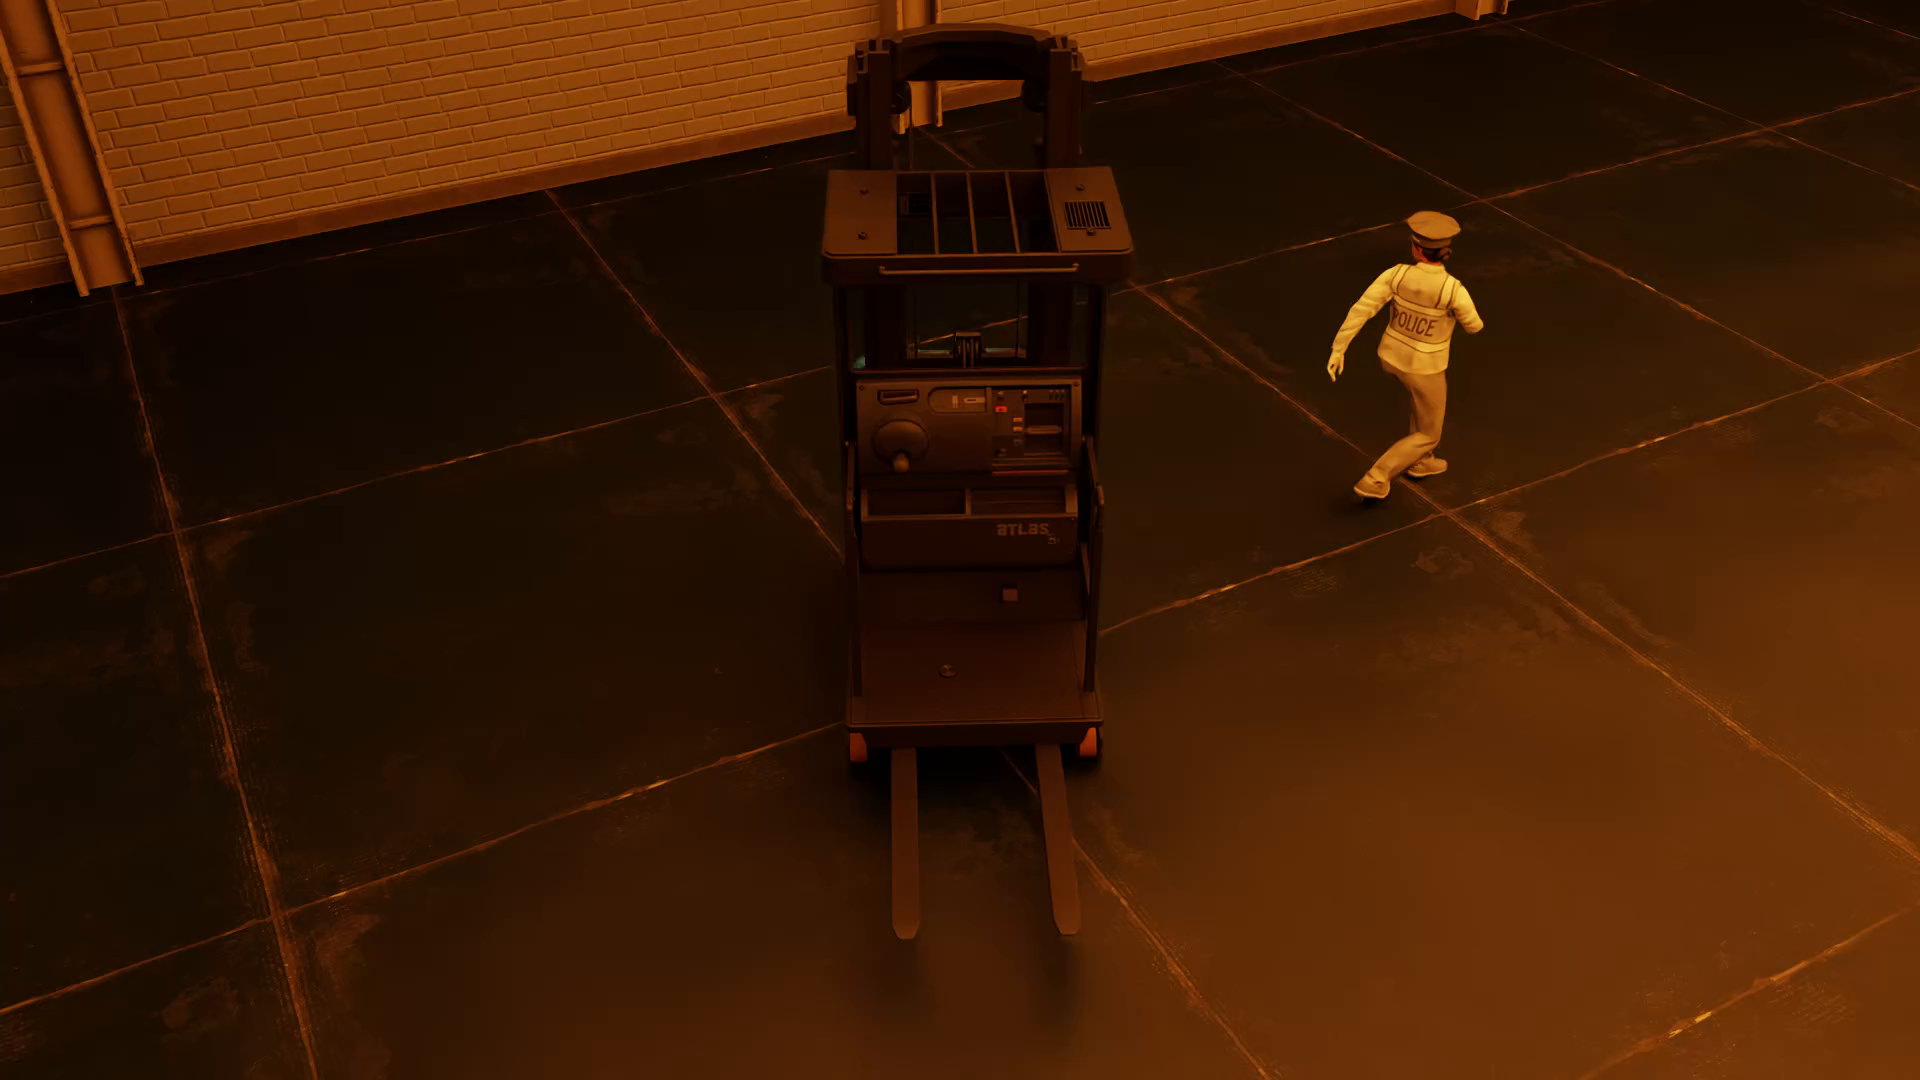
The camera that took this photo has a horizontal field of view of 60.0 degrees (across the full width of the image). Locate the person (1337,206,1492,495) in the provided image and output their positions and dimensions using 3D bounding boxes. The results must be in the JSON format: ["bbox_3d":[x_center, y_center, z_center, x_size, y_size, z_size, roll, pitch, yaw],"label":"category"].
[{"bbox_3d":[2.404,-0.964,8.665,0.710,1.597,0.559,-18,39,-24],"label":"person"}]

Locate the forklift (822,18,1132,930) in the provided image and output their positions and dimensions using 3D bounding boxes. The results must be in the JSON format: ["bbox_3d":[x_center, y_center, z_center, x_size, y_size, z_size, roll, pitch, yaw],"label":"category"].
[{"bbox_3d":[0.047,-0.440,6.745,1.130,2.935,3.031,-1,35,-2],"label":"forklift"}]
